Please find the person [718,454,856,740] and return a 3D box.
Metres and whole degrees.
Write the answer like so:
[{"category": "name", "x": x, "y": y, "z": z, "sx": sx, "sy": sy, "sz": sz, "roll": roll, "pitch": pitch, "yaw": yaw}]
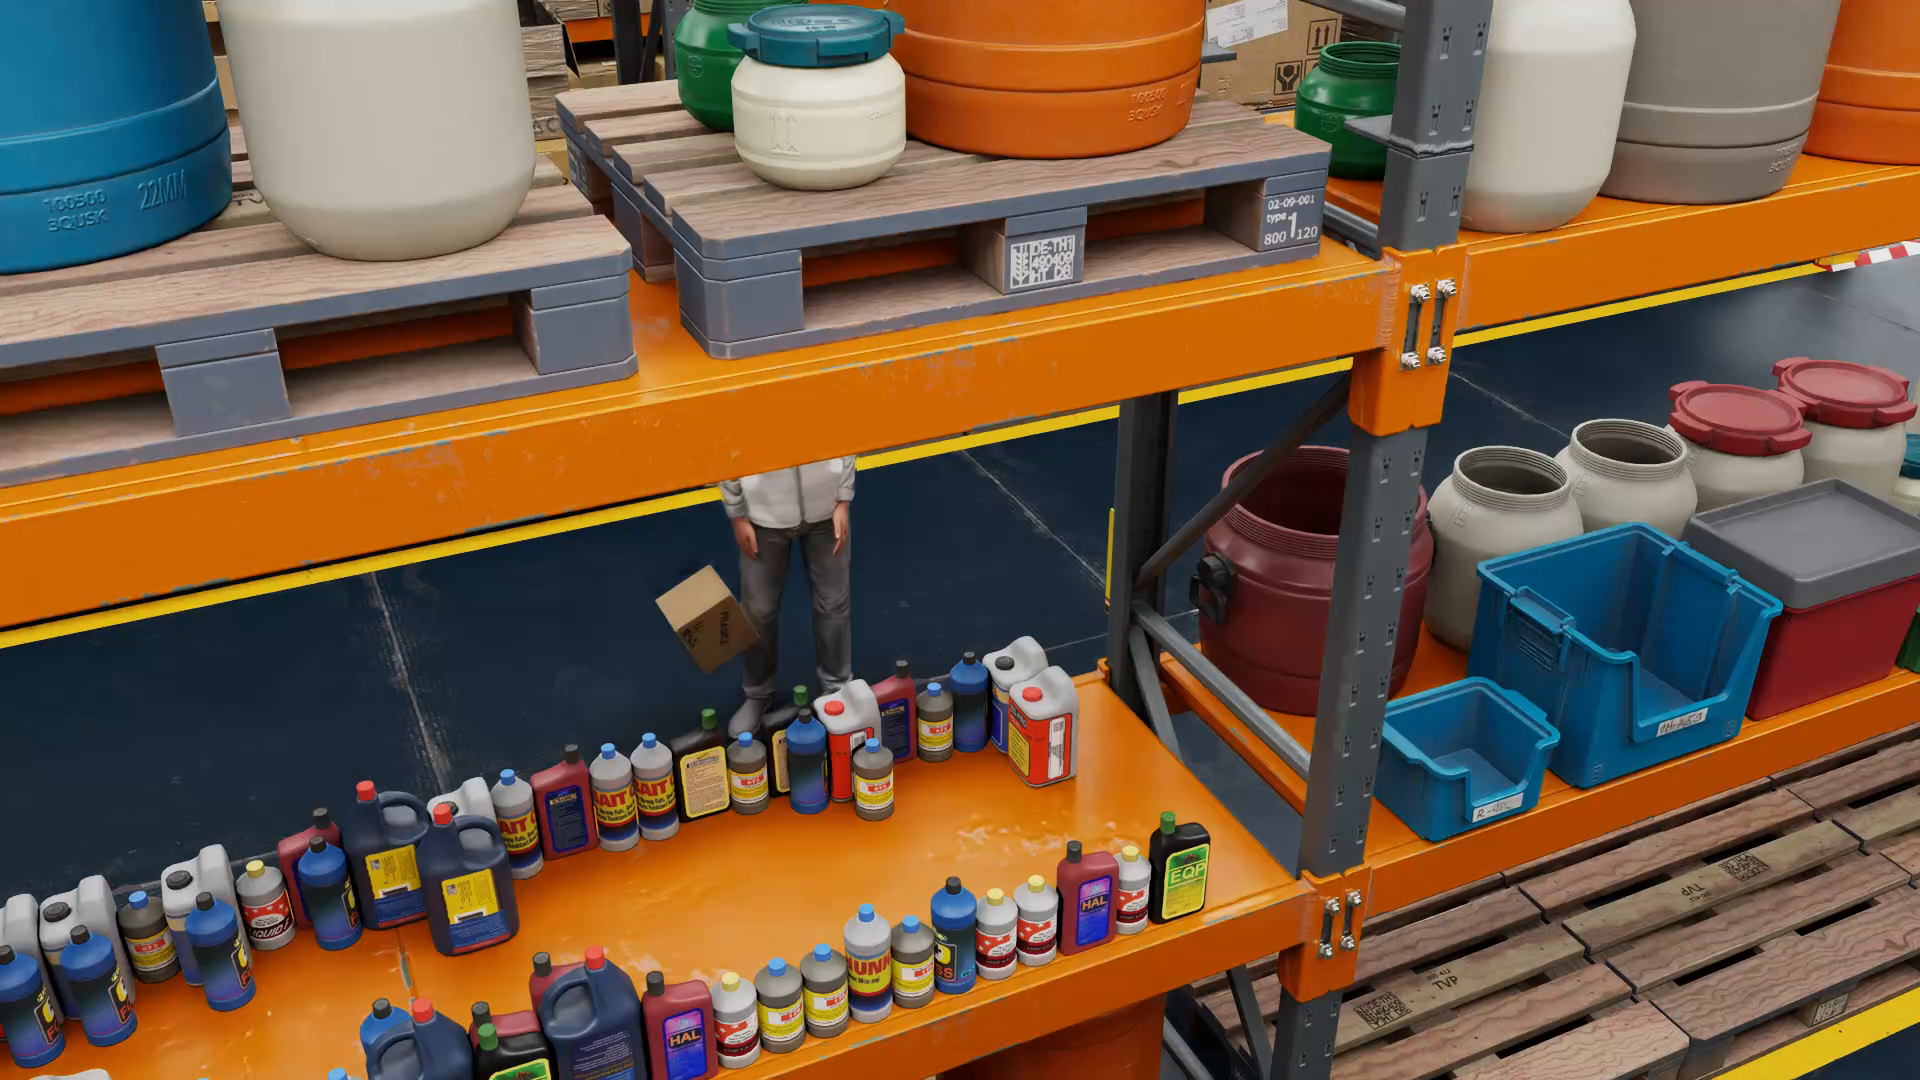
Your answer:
[{"category": "person", "x": -0.654, "y": -0.095, "z": 6.226, "sx": 0.581, "sy": 1.785, "sz": 0.452, "roll": -9, "pitch": 30, "yaw": -15}]
